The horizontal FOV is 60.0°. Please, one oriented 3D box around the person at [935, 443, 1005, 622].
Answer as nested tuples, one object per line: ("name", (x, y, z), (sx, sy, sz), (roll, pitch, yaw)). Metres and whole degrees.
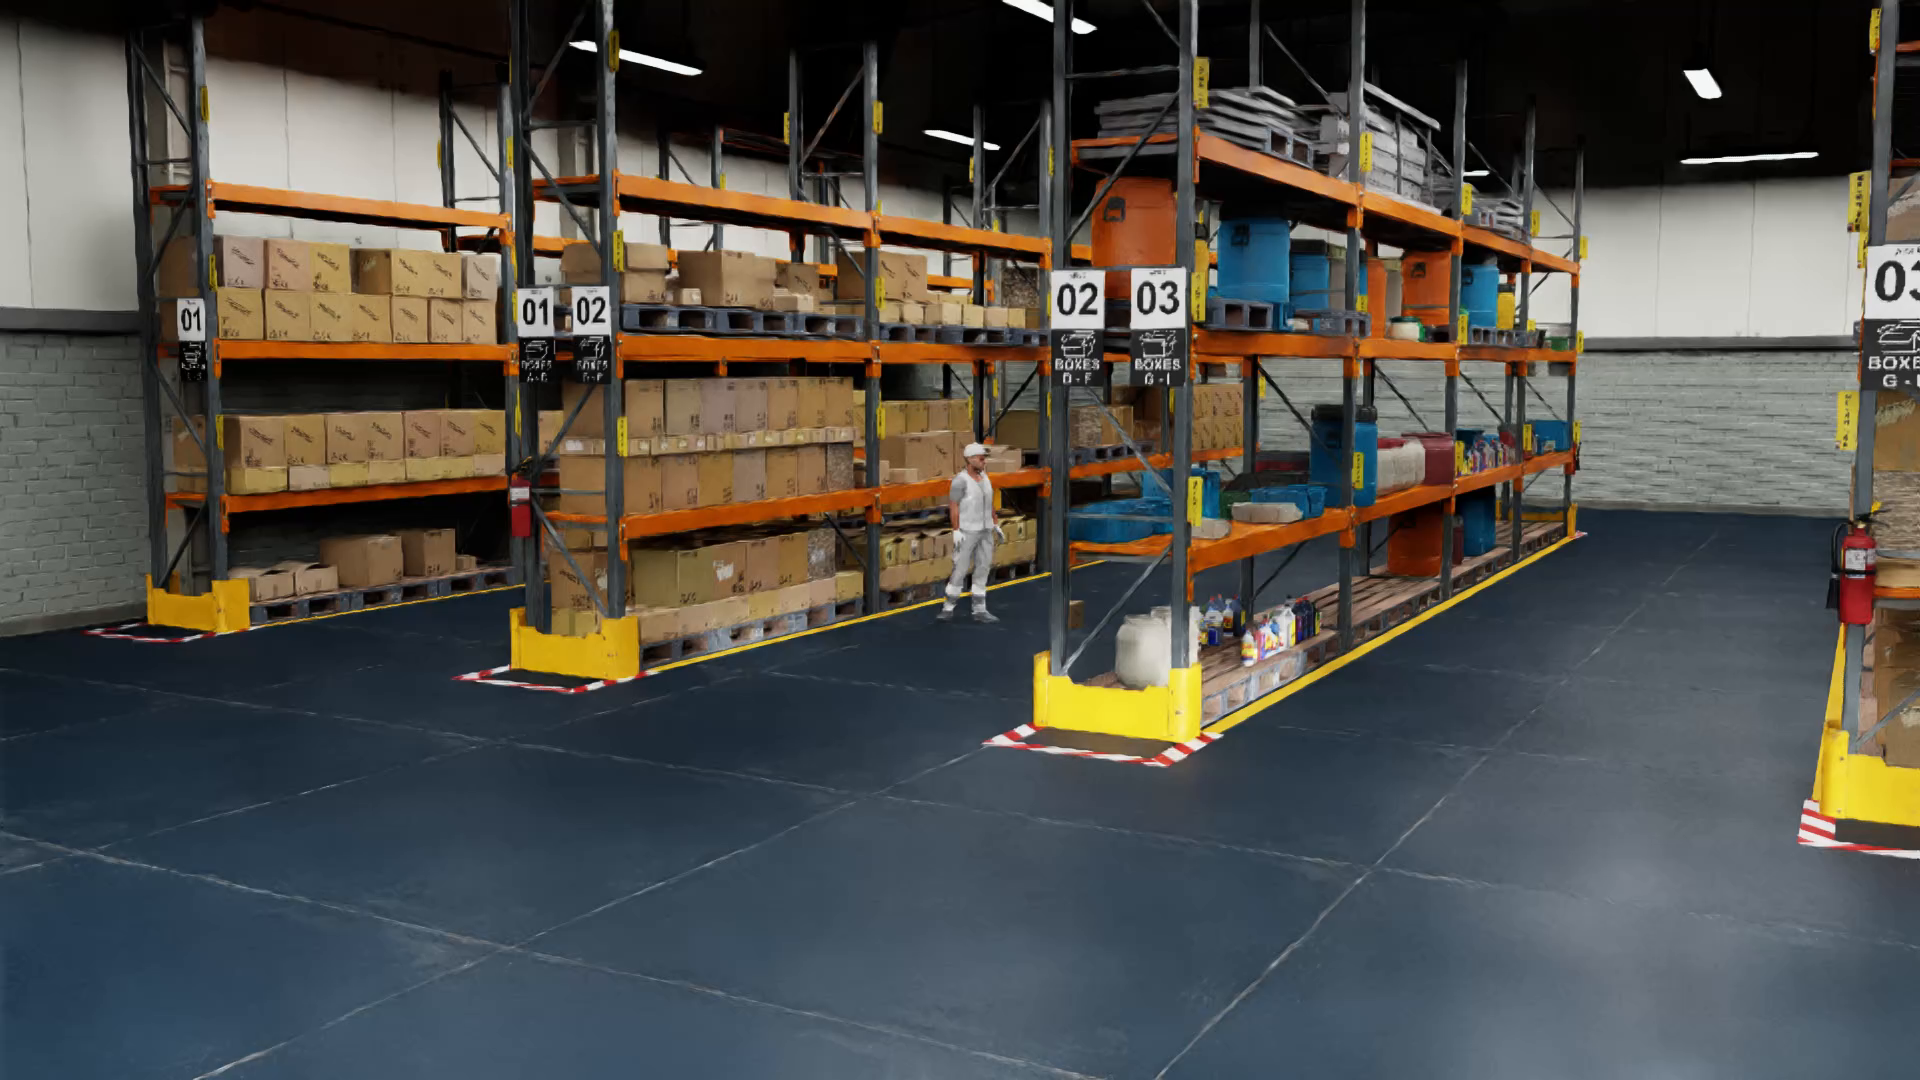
("person", (0.130, -0.078, 16.671), (0.752, 1.786, 0.536), (-5, 8, -40))
